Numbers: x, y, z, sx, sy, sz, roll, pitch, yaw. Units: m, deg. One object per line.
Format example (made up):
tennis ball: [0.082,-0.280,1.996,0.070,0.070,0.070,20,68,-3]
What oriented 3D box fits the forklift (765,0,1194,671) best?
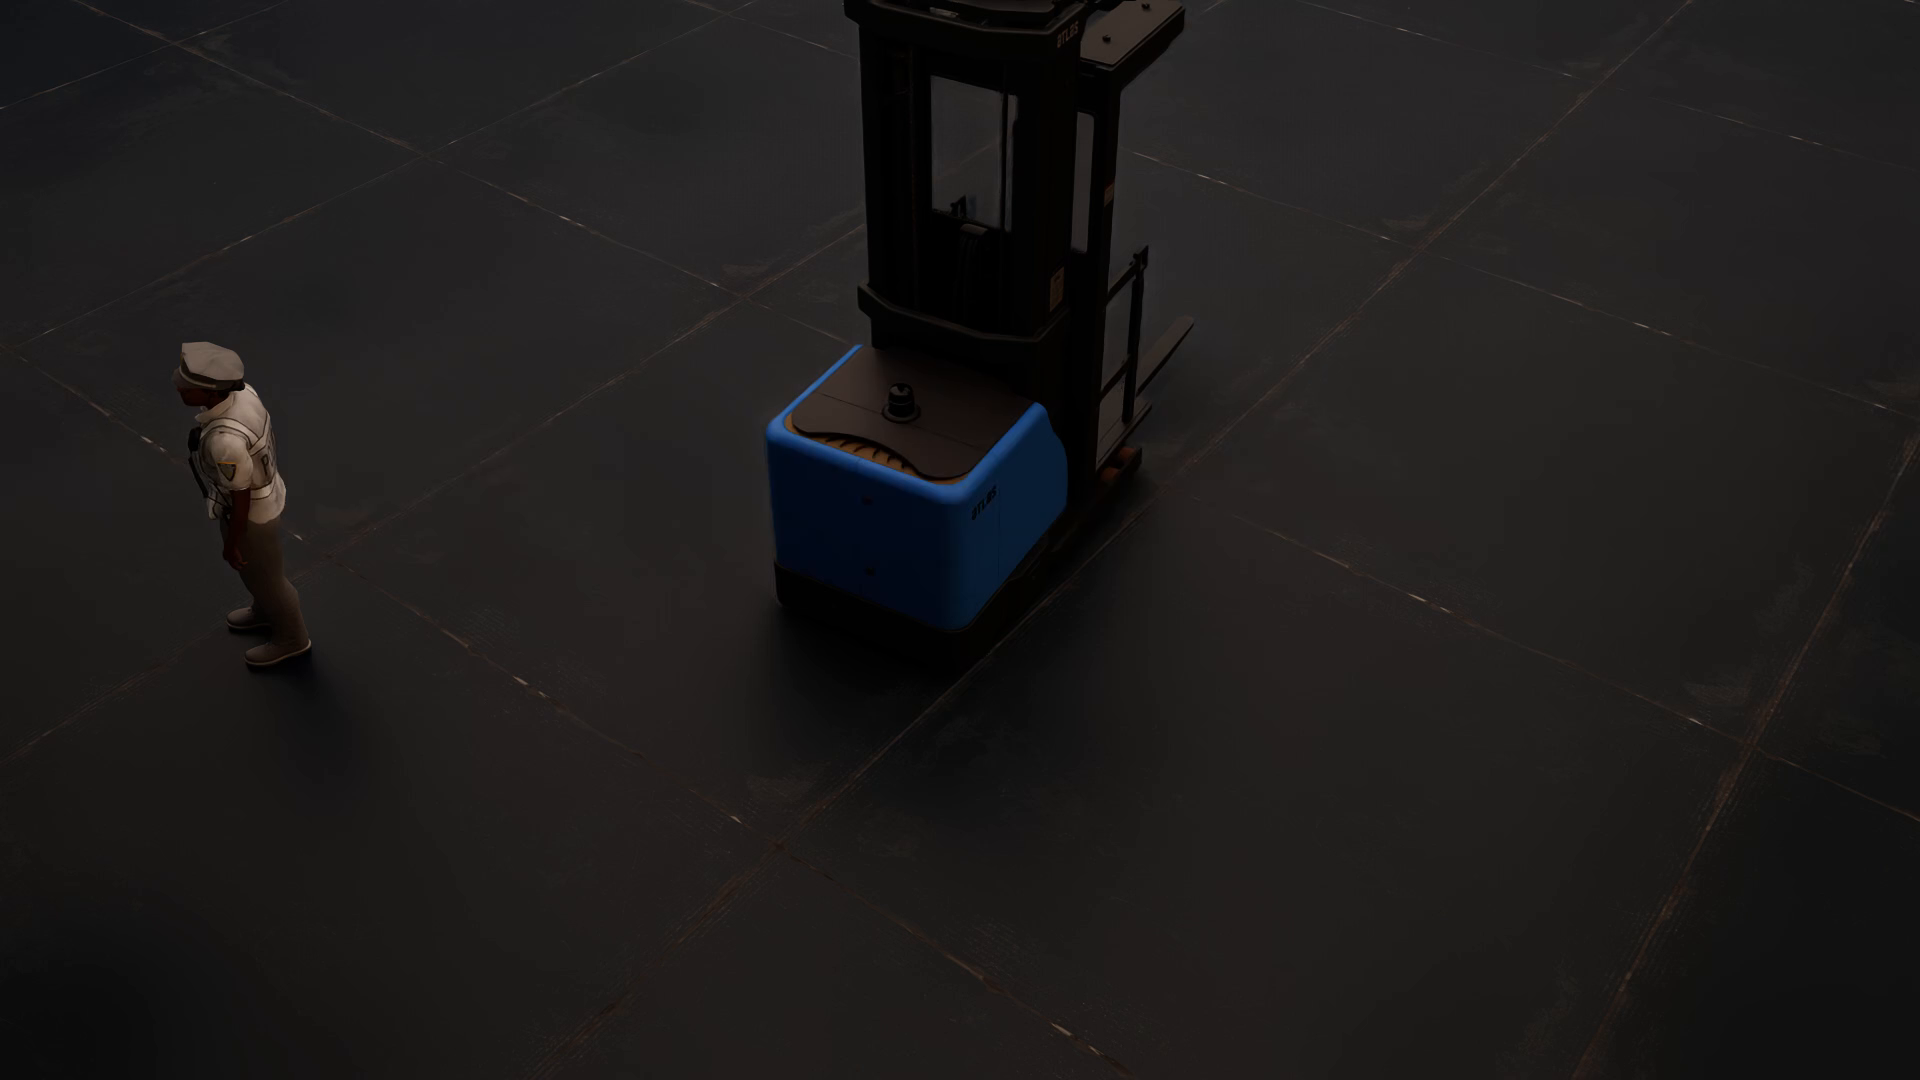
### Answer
forklift: [0.295,-1.464,7.791,1.130,2.935,3.031,20,44,22]

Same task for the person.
person: [-3.150,-0.140,7.181,0.530,1.695,0.570,-8,41,-10]
